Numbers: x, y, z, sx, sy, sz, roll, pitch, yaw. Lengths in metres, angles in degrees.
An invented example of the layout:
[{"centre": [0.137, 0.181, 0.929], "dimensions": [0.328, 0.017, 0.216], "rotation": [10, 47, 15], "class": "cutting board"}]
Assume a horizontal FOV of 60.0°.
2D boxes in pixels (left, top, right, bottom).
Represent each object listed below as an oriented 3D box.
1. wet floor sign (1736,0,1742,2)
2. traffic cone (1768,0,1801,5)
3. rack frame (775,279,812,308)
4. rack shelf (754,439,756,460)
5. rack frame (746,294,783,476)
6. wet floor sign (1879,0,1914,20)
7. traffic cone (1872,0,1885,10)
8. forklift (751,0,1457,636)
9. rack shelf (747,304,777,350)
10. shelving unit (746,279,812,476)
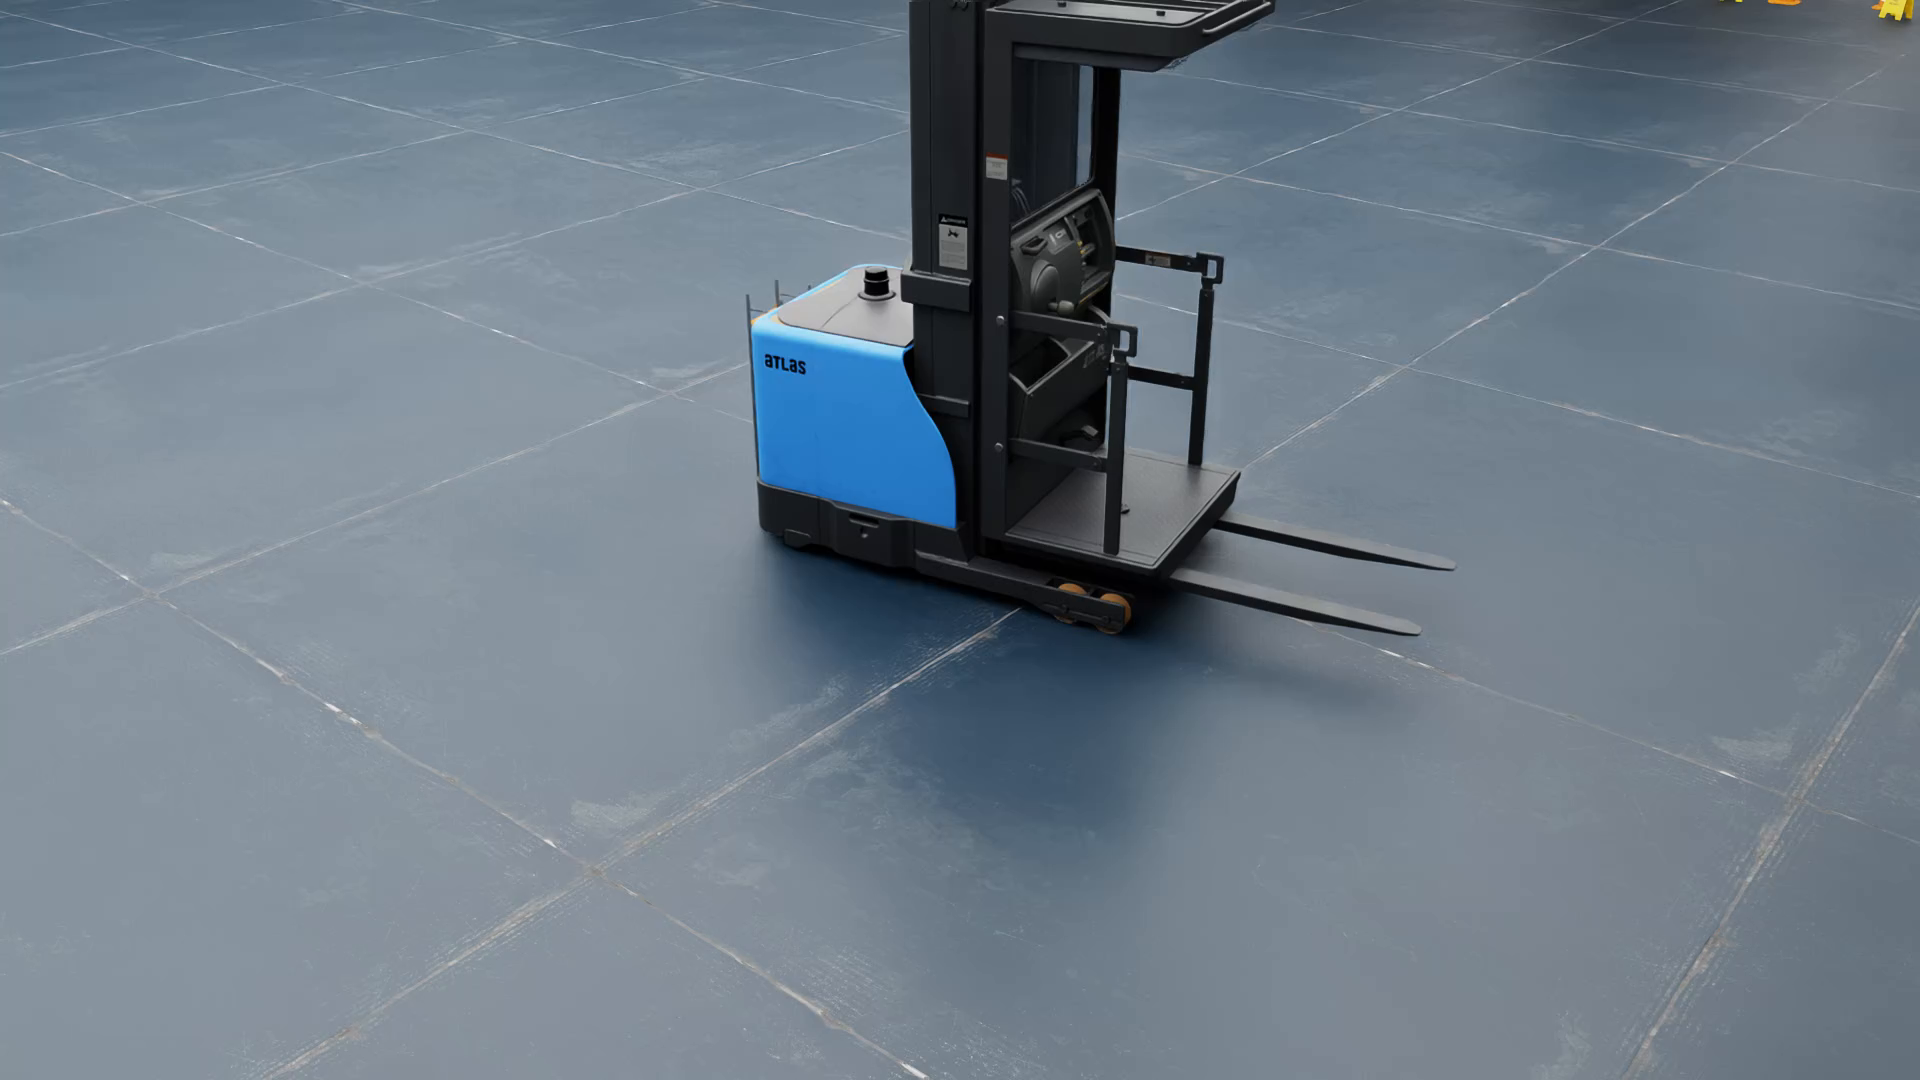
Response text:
[{"centre": [9.666, -7.057, 20.689], "dimensions": [0.267, 0.644, 0.232], "rotation": [15, 31, 26], "class": "wet floor sign"}, {"centre": [10.246, -6.887, 20.560], "dimensions": [0.336, 0.463, 0.334], "rotation": [21, 34, 34], "class": "traffic cone"}, {"centre": [-0.784, -0.745, 8.048], "dimensions": [0.200, 1.050, 0.008], "rotation": [13, 30, 24], "class": "rack frame"}, {"centre": [-0.840, -0.439, 8.084], "dimensions": [0.215, 0.259, 0.240], "rotation": [13, 30, 24], "class": "rack shelf"}, {"centre": [-0.896, -0.646, 7.855], "dimensions": [0.200, 1.050, 0.008], "rotation": [13, 30, 24], "class": "rack frame"}, {"centre": [11.094, -6.481, 19.575], "dimensions": [0.232, 0.644, 0.267], "rotation": [-15, 31, -27], "class": "wet floor sign"}, {"centre": [11.318, -6.684, 20.166], "dimensions": [0.336, 0.463, 0.334], "rotation": [21, 34, 34], "class": "traffic cone"}, {"centre": [0.617, -1.186, 6.853], "dimensions": [3.031, 2.935, 1.130], "rotation": [13, 30, 24], "class": "forklift"}, {"centre": [-0.840, -0.938, 7.826], "dimensions": [0.215, 0.259, 0.240], "rotation": [13, 30, 24], "class": "rack shelf"}, {"centre": [-0.840, -0.695, 7.952], "dimensions": [0.215, 1.050, 0.252], "rotation": [13, 30, 24], "class": "shelving unit"}]
